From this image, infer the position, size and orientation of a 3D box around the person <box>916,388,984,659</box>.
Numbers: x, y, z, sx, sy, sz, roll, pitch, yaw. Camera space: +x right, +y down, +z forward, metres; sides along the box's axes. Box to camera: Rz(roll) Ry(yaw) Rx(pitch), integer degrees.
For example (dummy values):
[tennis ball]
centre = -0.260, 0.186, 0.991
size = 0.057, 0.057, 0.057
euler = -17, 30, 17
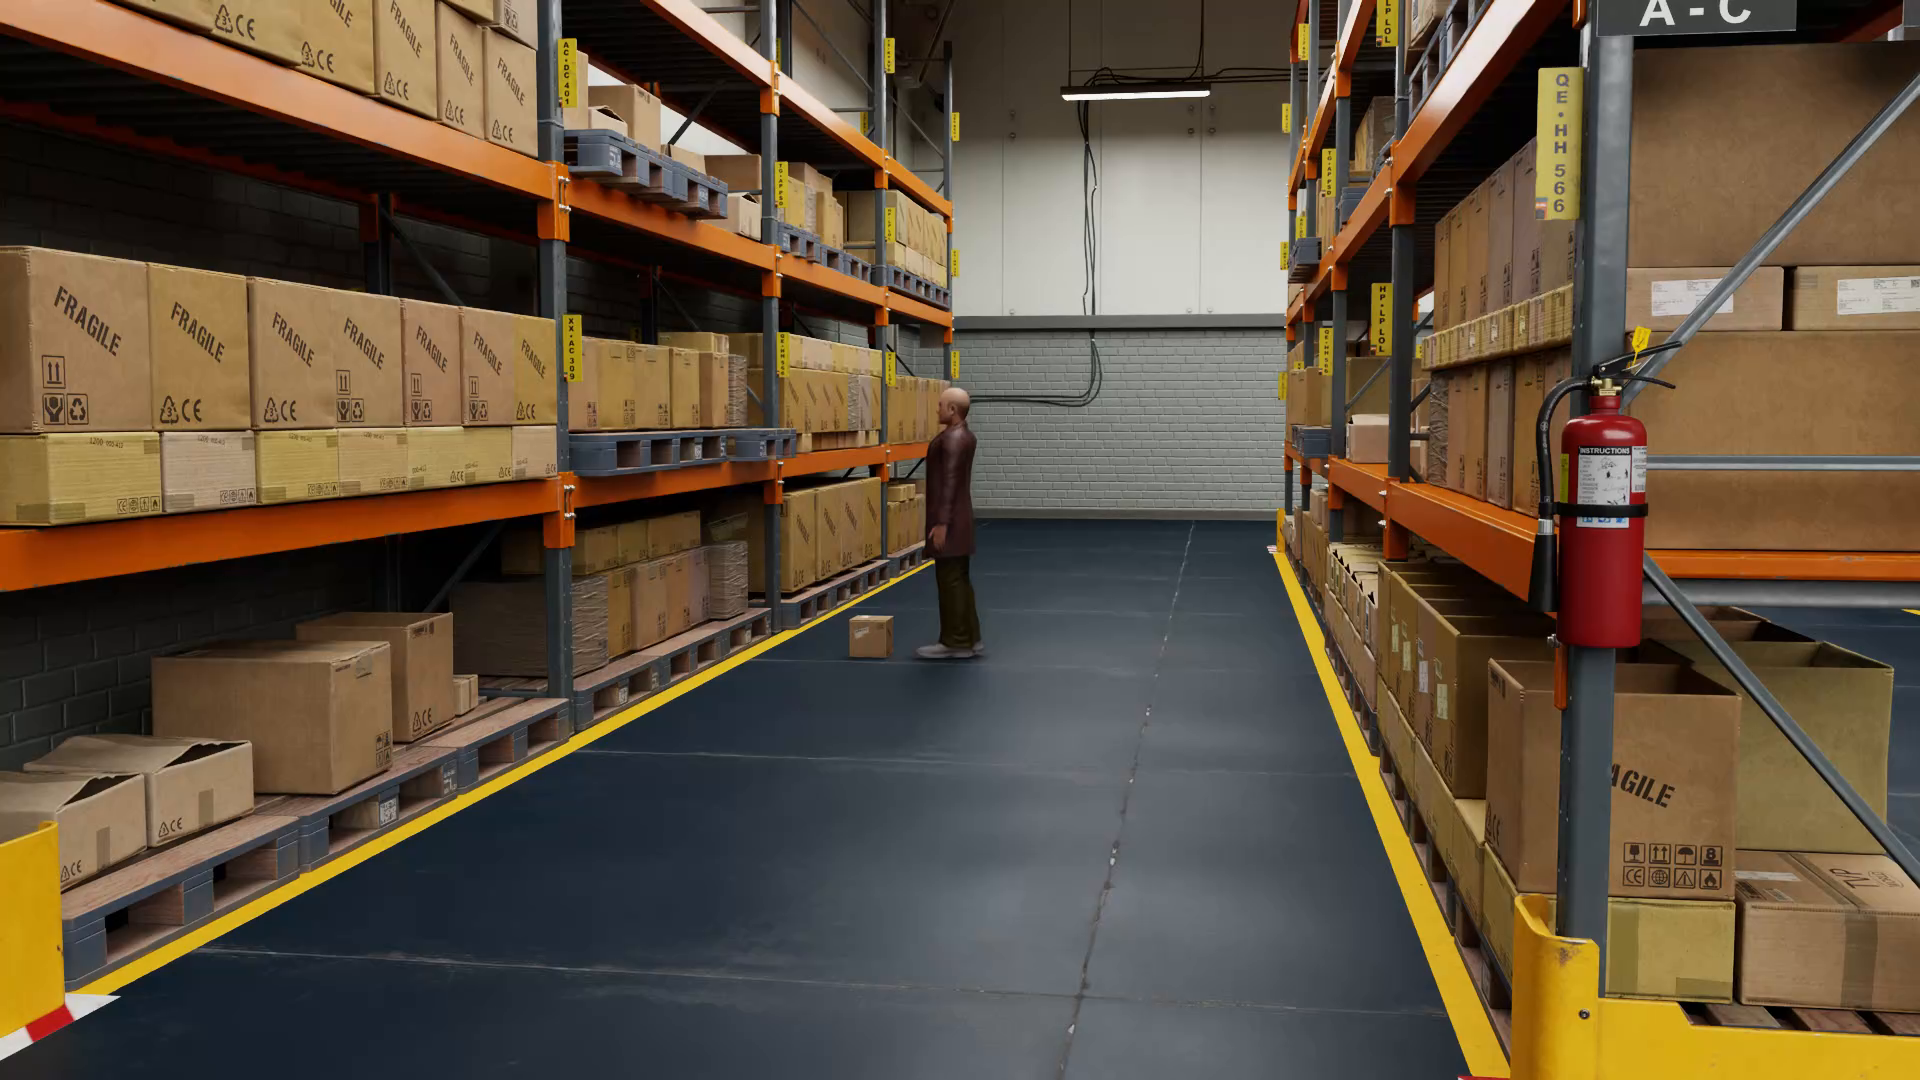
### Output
[person]
centre = -0.066, -0.099, 10.989
size = 0.415, 1.806, 0.582
euler = 1, 4, 9
